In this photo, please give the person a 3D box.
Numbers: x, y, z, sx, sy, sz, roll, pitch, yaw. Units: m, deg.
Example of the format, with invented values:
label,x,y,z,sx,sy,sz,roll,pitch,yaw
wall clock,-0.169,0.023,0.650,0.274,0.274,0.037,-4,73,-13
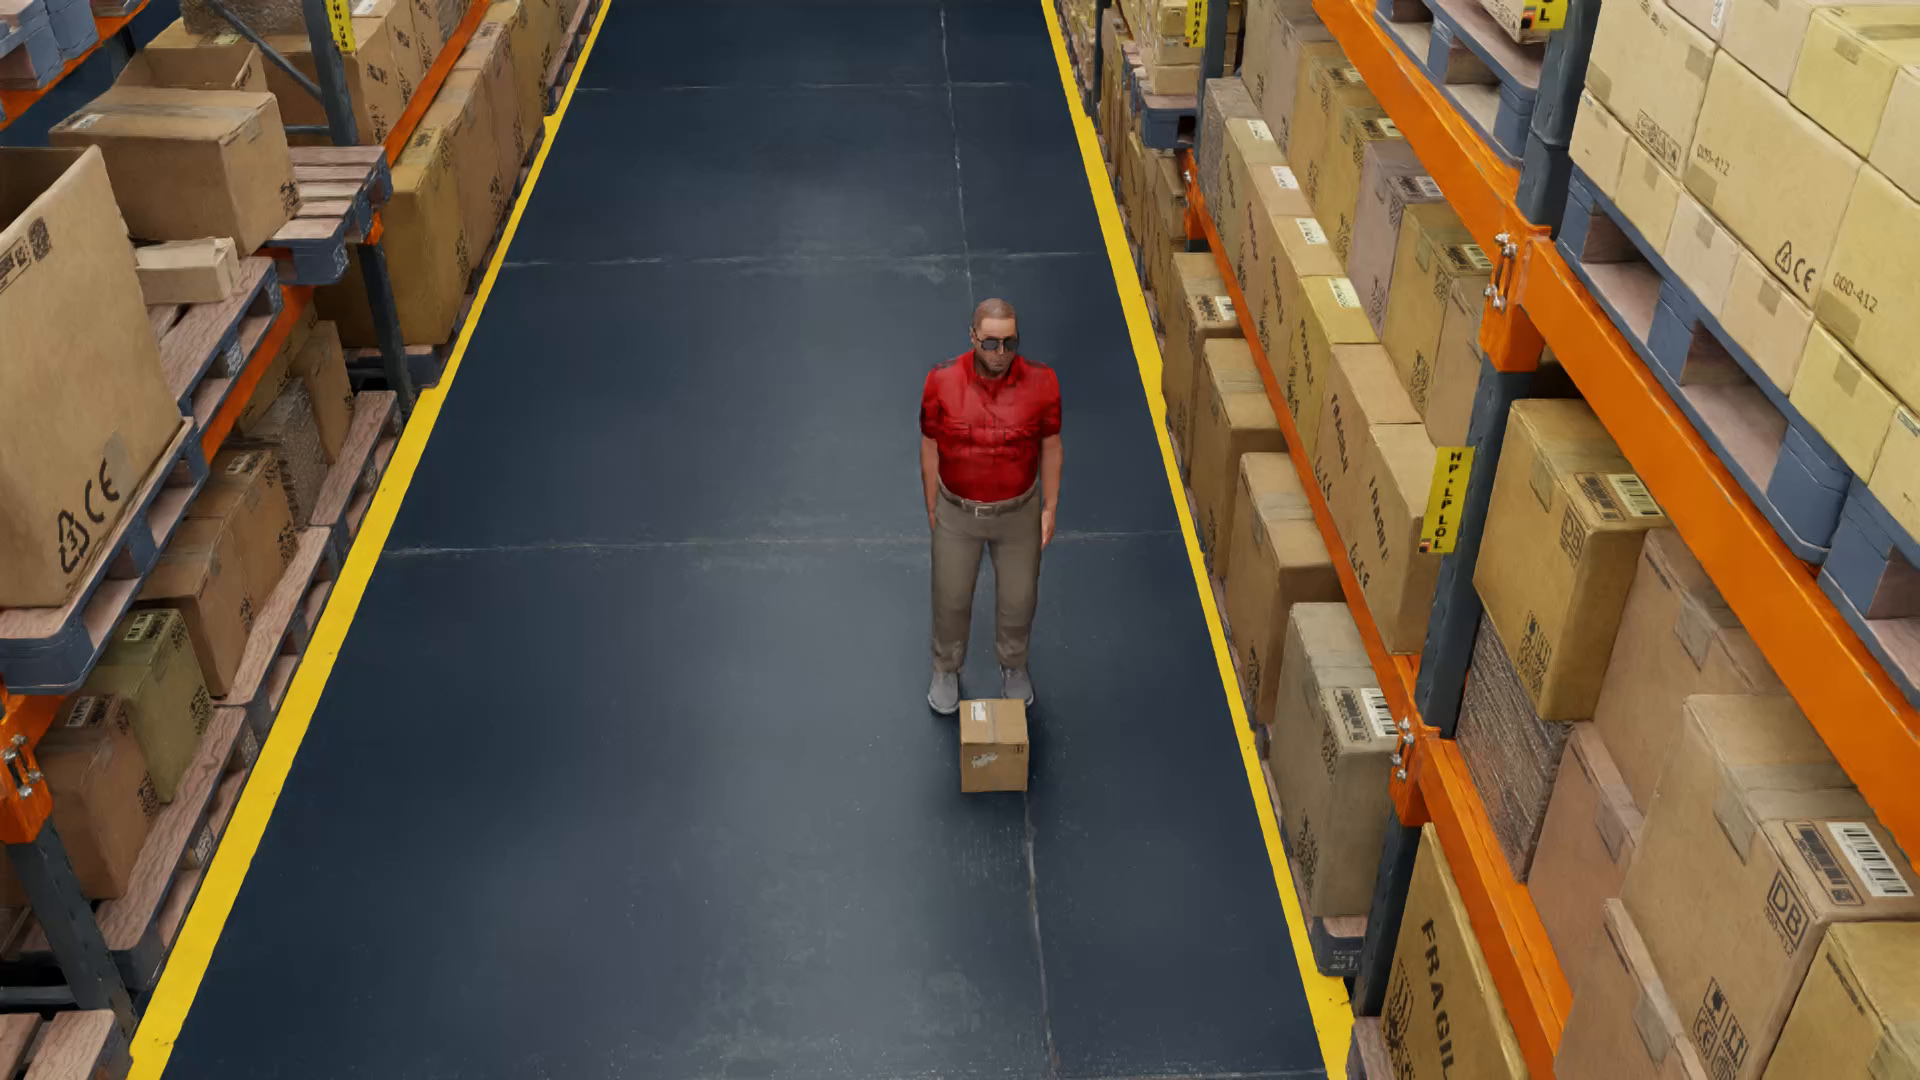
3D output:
label,x,y,z,sx,sy,sz,roll,pitch,yaw
person,0.120,-0.104,6.312,0.534,1.724,0.365,-1,35,-1
